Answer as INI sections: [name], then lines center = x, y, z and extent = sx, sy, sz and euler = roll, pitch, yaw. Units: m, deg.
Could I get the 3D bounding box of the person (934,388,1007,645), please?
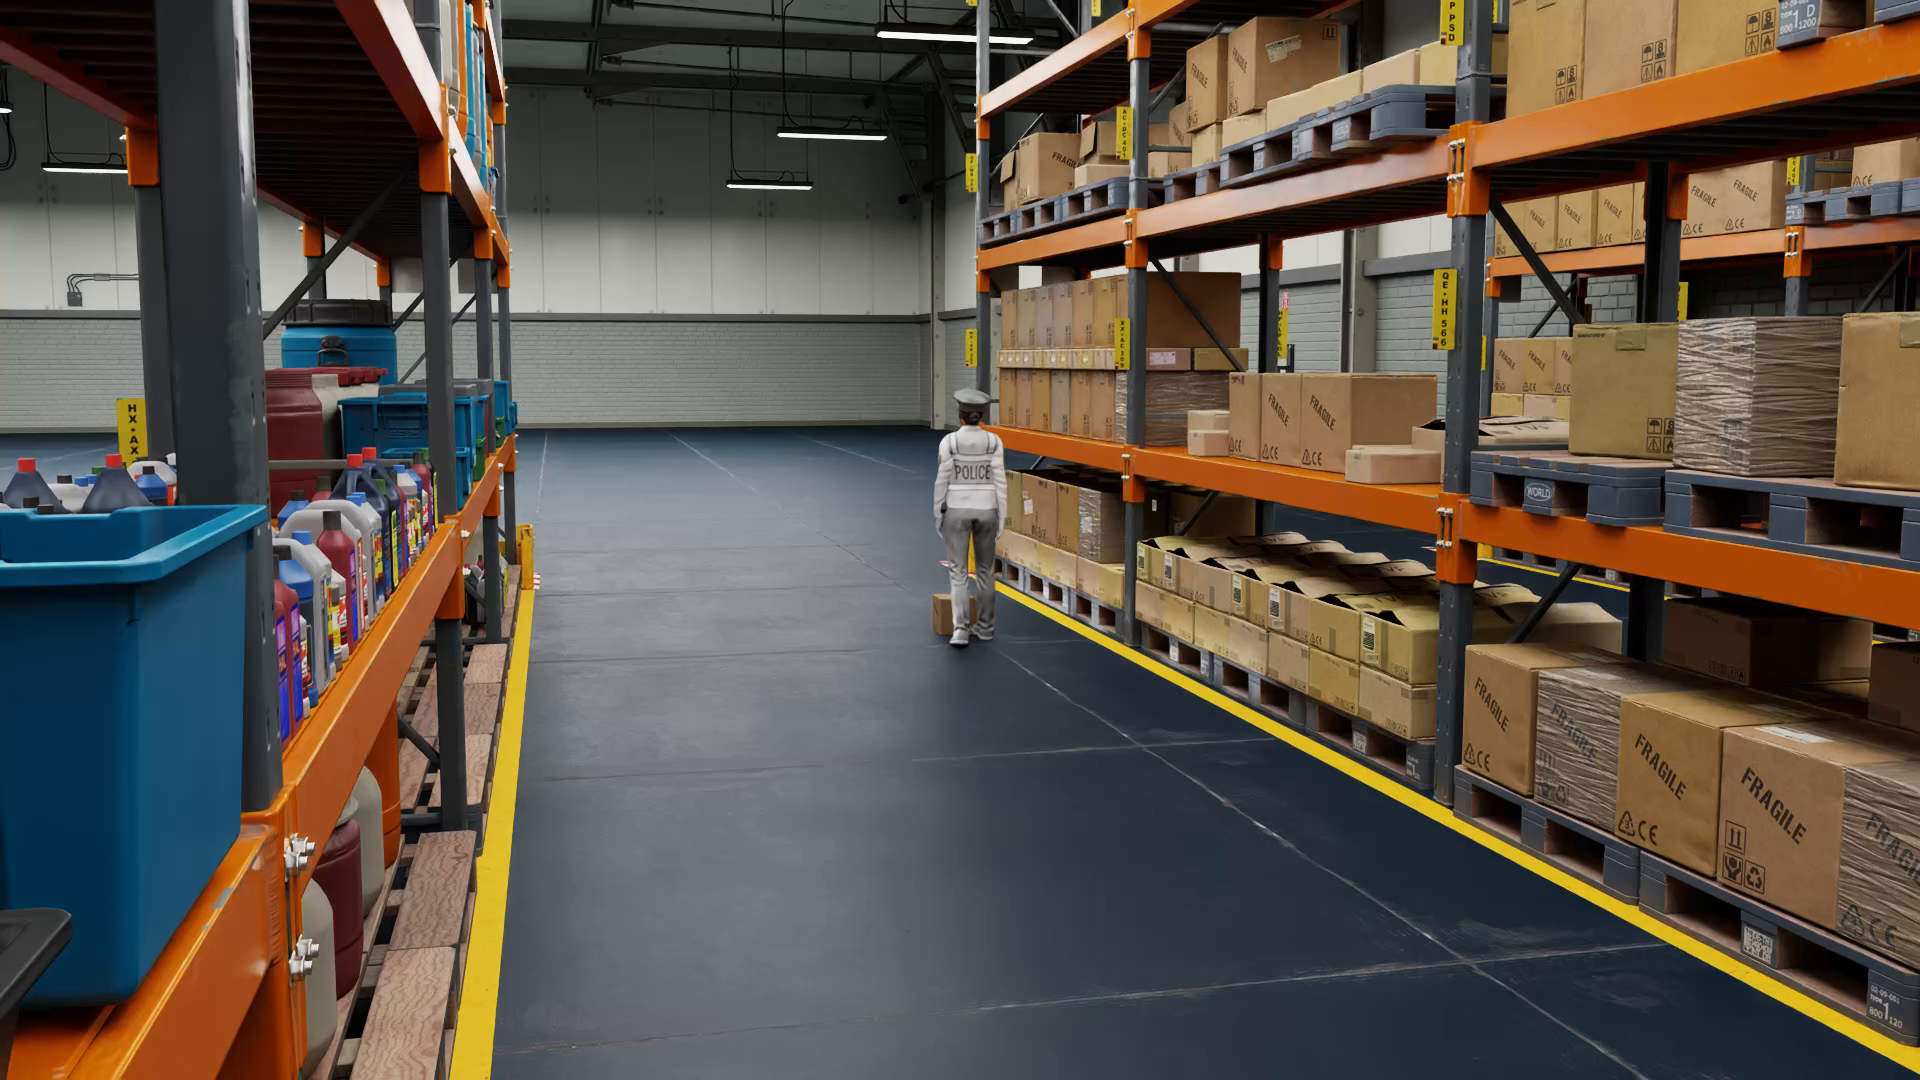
[person]
center = 0.058, -0.154, 11.002
extent = 0.476, 1.691, 0.508
euler = -1, 6, -13
